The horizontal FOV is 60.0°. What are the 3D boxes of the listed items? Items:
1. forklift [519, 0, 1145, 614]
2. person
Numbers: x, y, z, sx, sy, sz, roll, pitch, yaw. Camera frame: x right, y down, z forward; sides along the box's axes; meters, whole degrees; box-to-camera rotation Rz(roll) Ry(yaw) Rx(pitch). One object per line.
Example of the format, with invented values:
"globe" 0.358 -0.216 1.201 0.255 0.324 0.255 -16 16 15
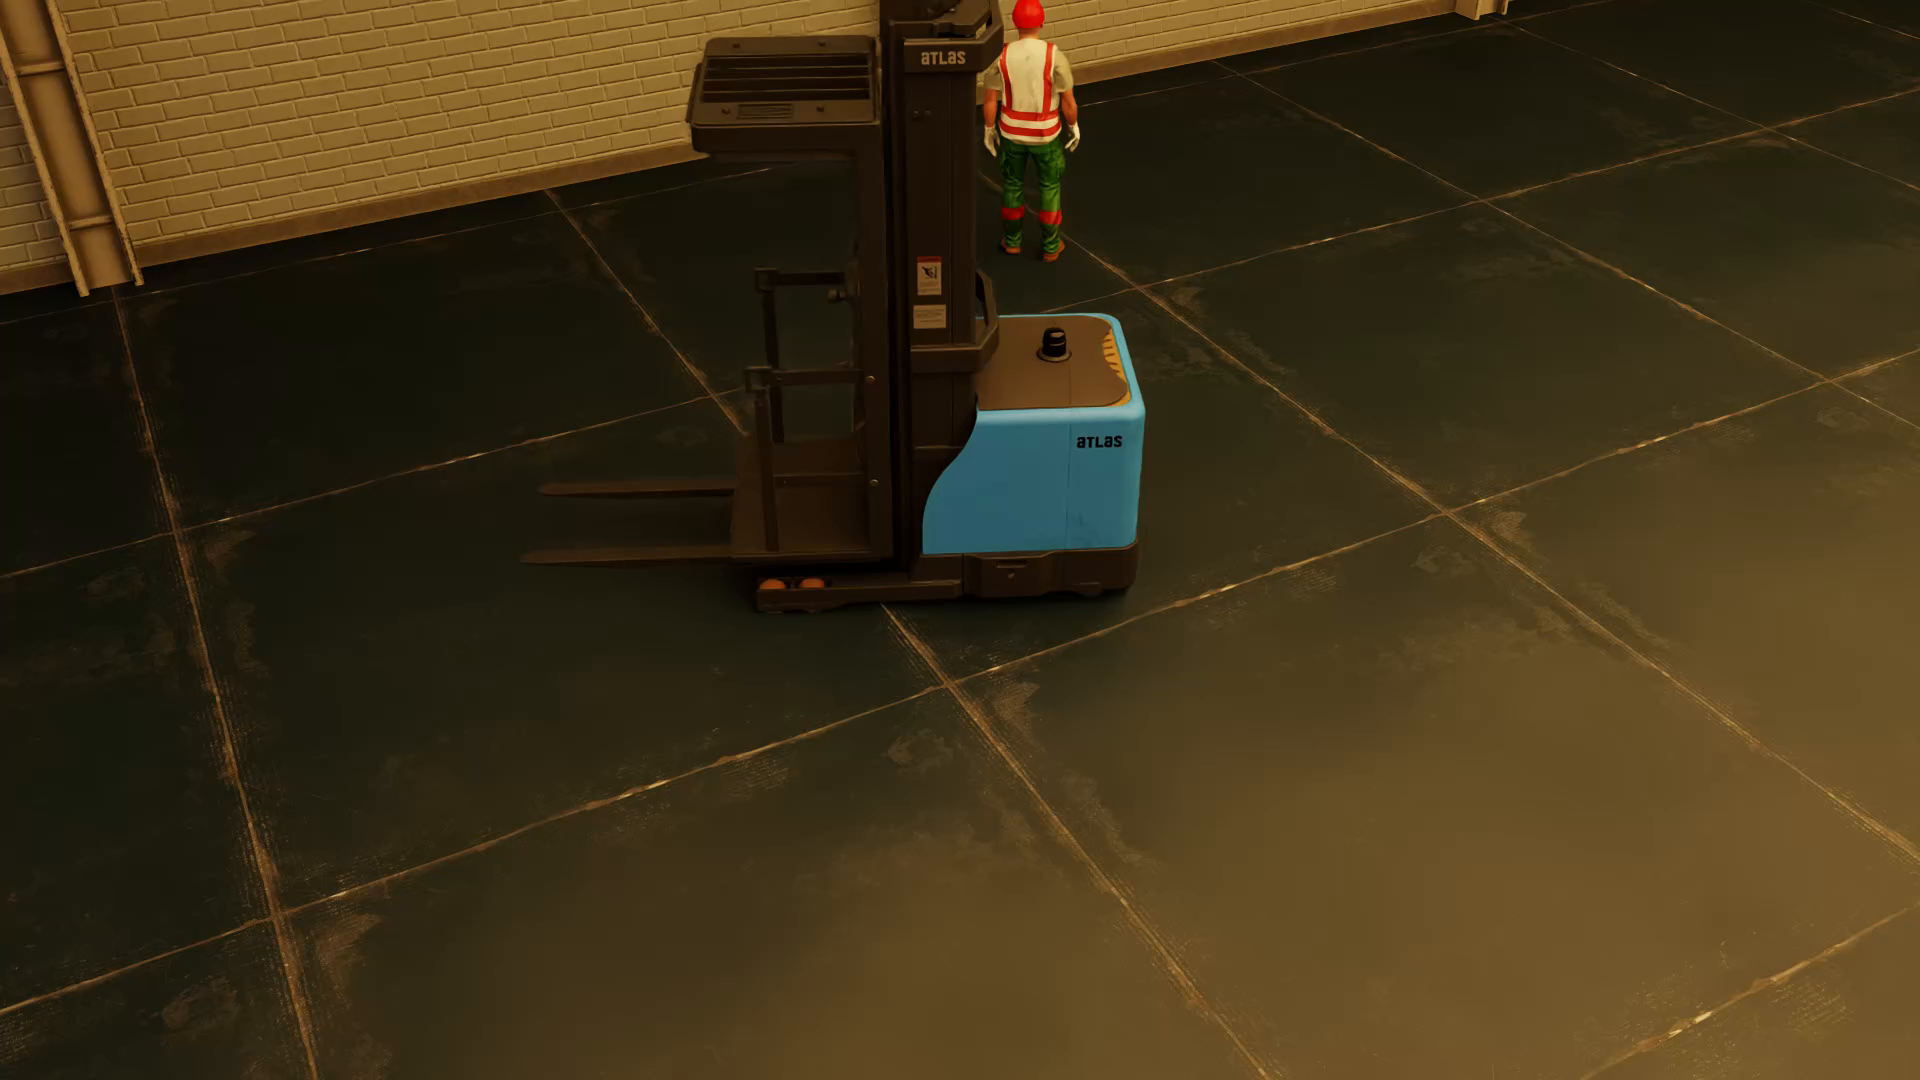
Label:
"forklift" -0.663 -1.152 7.752 3.031 2.935 1.130 -2 35 -3
"person" 0.478 -2.696 10.945 0.632 1.806 0.488 6 36 8
